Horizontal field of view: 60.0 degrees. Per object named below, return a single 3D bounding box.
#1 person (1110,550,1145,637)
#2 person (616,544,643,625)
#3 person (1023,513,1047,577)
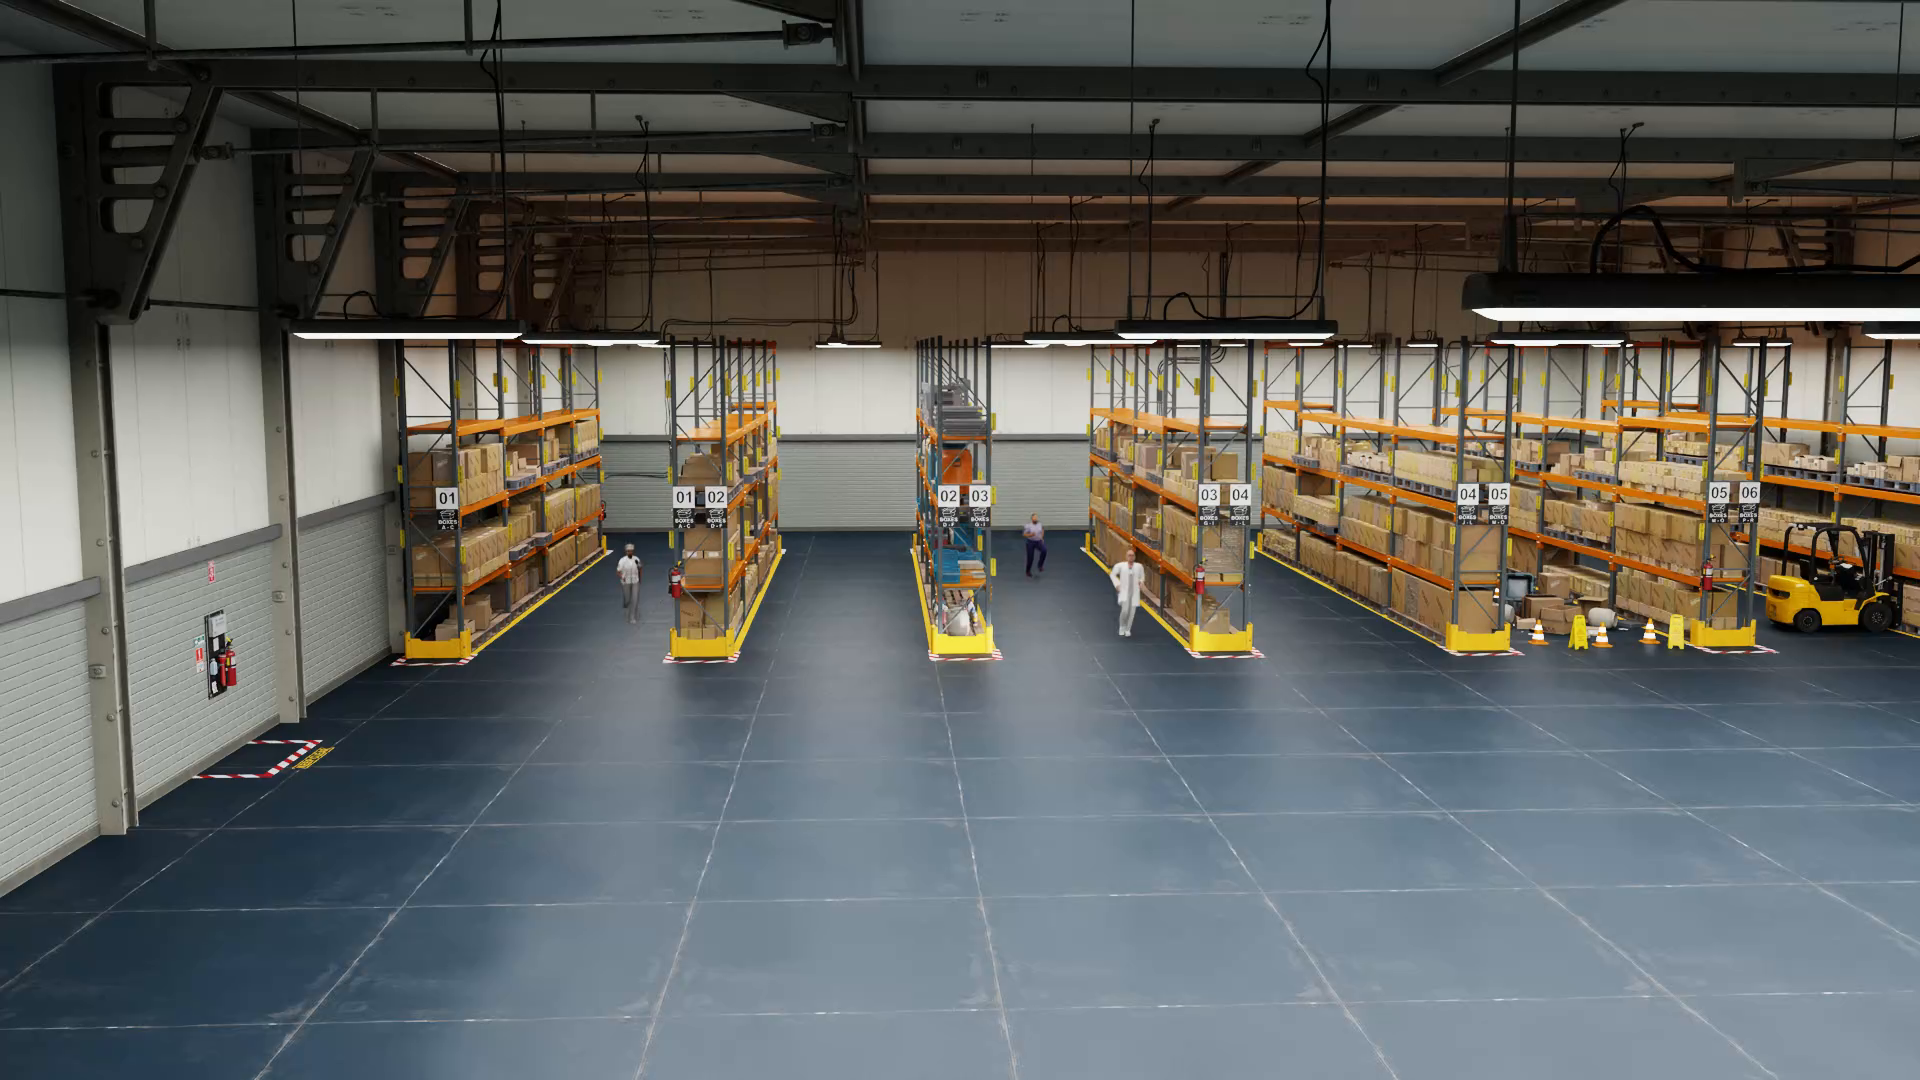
[{"bbox_3d":[3.381,1.077,33.241,0.680,1.746,0.691,-1,7,-8],"label":"person"},{"bbox_3d":[-6.962,0.916,35.138,0.578,1.679,0.782,-3,7,-21],"label":"person"},{"bbox_3d":[1.862,0.138,41.644,0.602,1.633,0.913,-1,7,-12],"label":"person"}]
